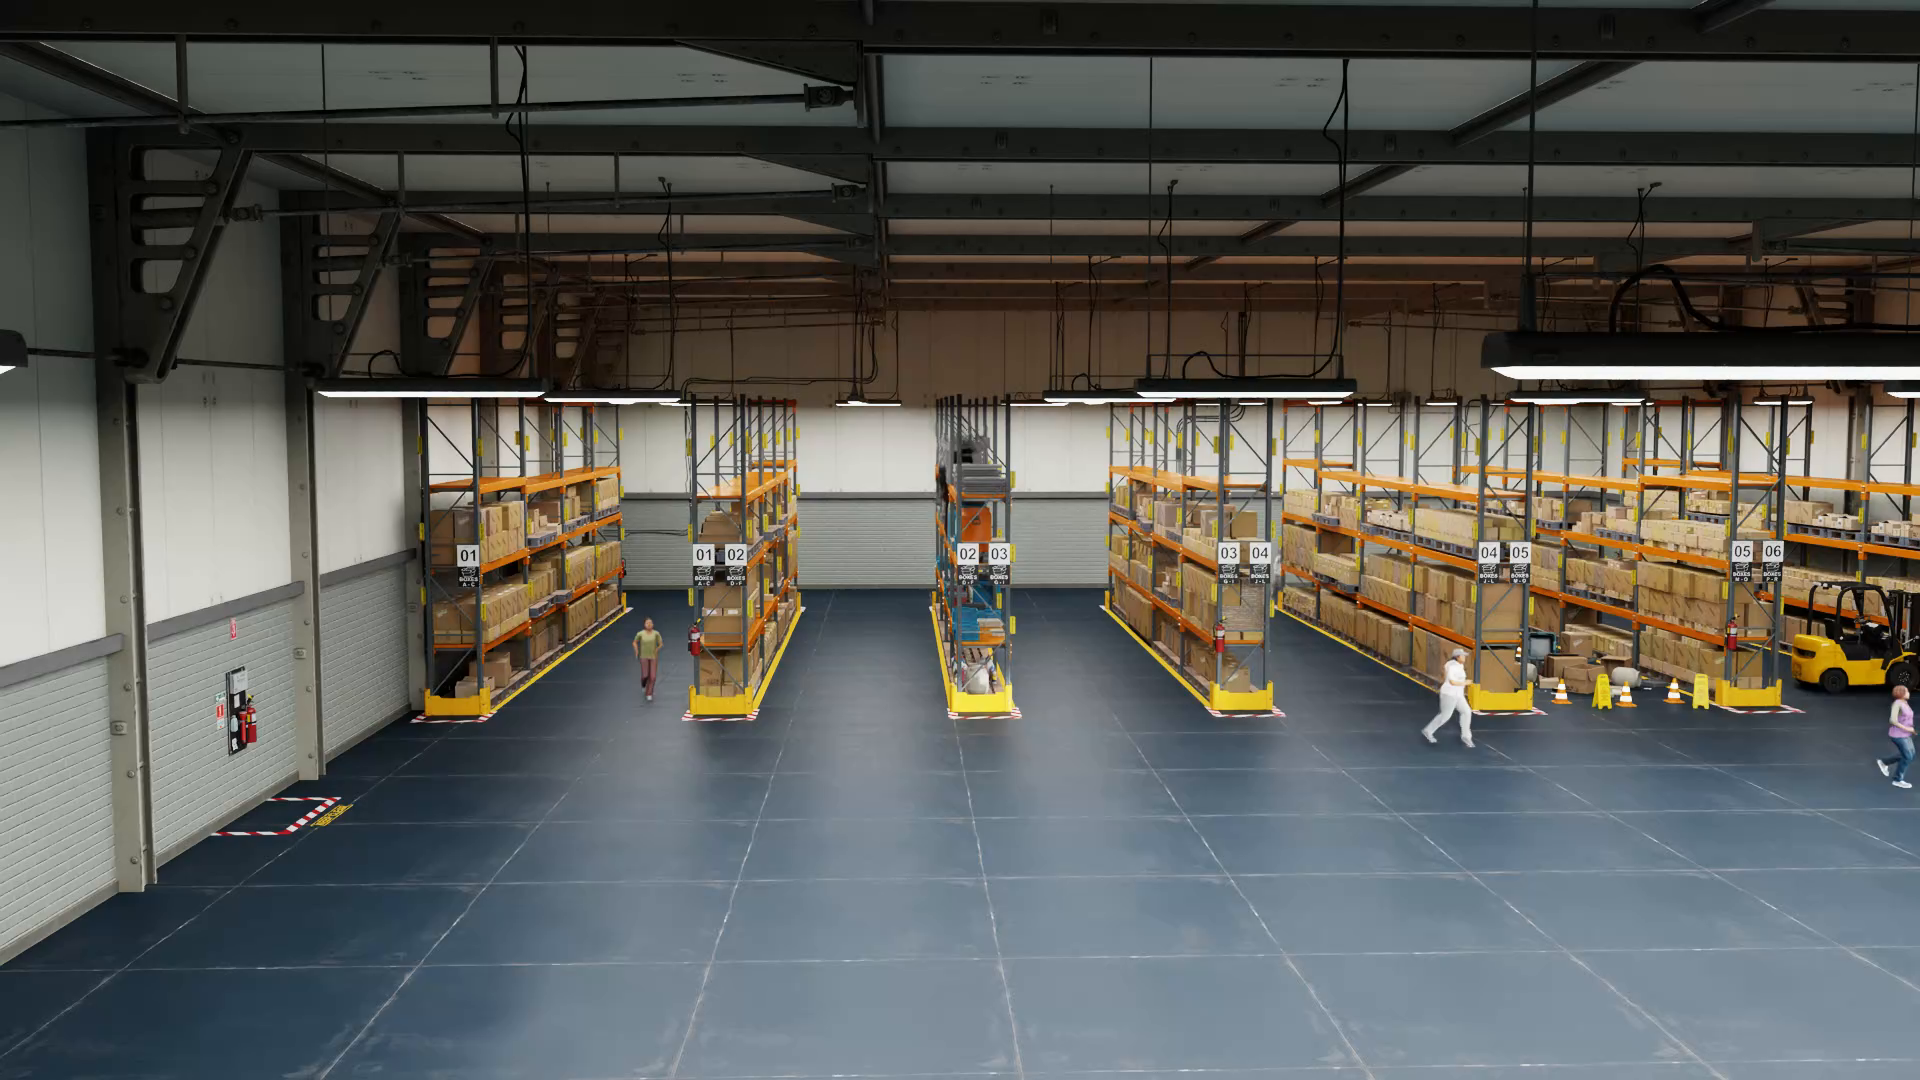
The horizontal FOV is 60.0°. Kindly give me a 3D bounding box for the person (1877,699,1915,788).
[{"bbox_3d":[14.195,3.071,25.237,0.342,1.341,0.514,-4,6,-44],"label":"person"}]

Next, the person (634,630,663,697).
[{"bbox_3d":[-6.104,2.435,32.692,0.535,1.325,0.478,-1,5,-17],"label":"person"}]

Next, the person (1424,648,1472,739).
[{"bbox_3d":[8.305,2.592,28.262,0.791,1.530,0.588,2,5,27],"label":"person"}]

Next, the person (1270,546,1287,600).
[{"bbox_3d":[9.421,0.952,49.094,0.757,1.682,0.741,2,5,26],"label":"person"}]
